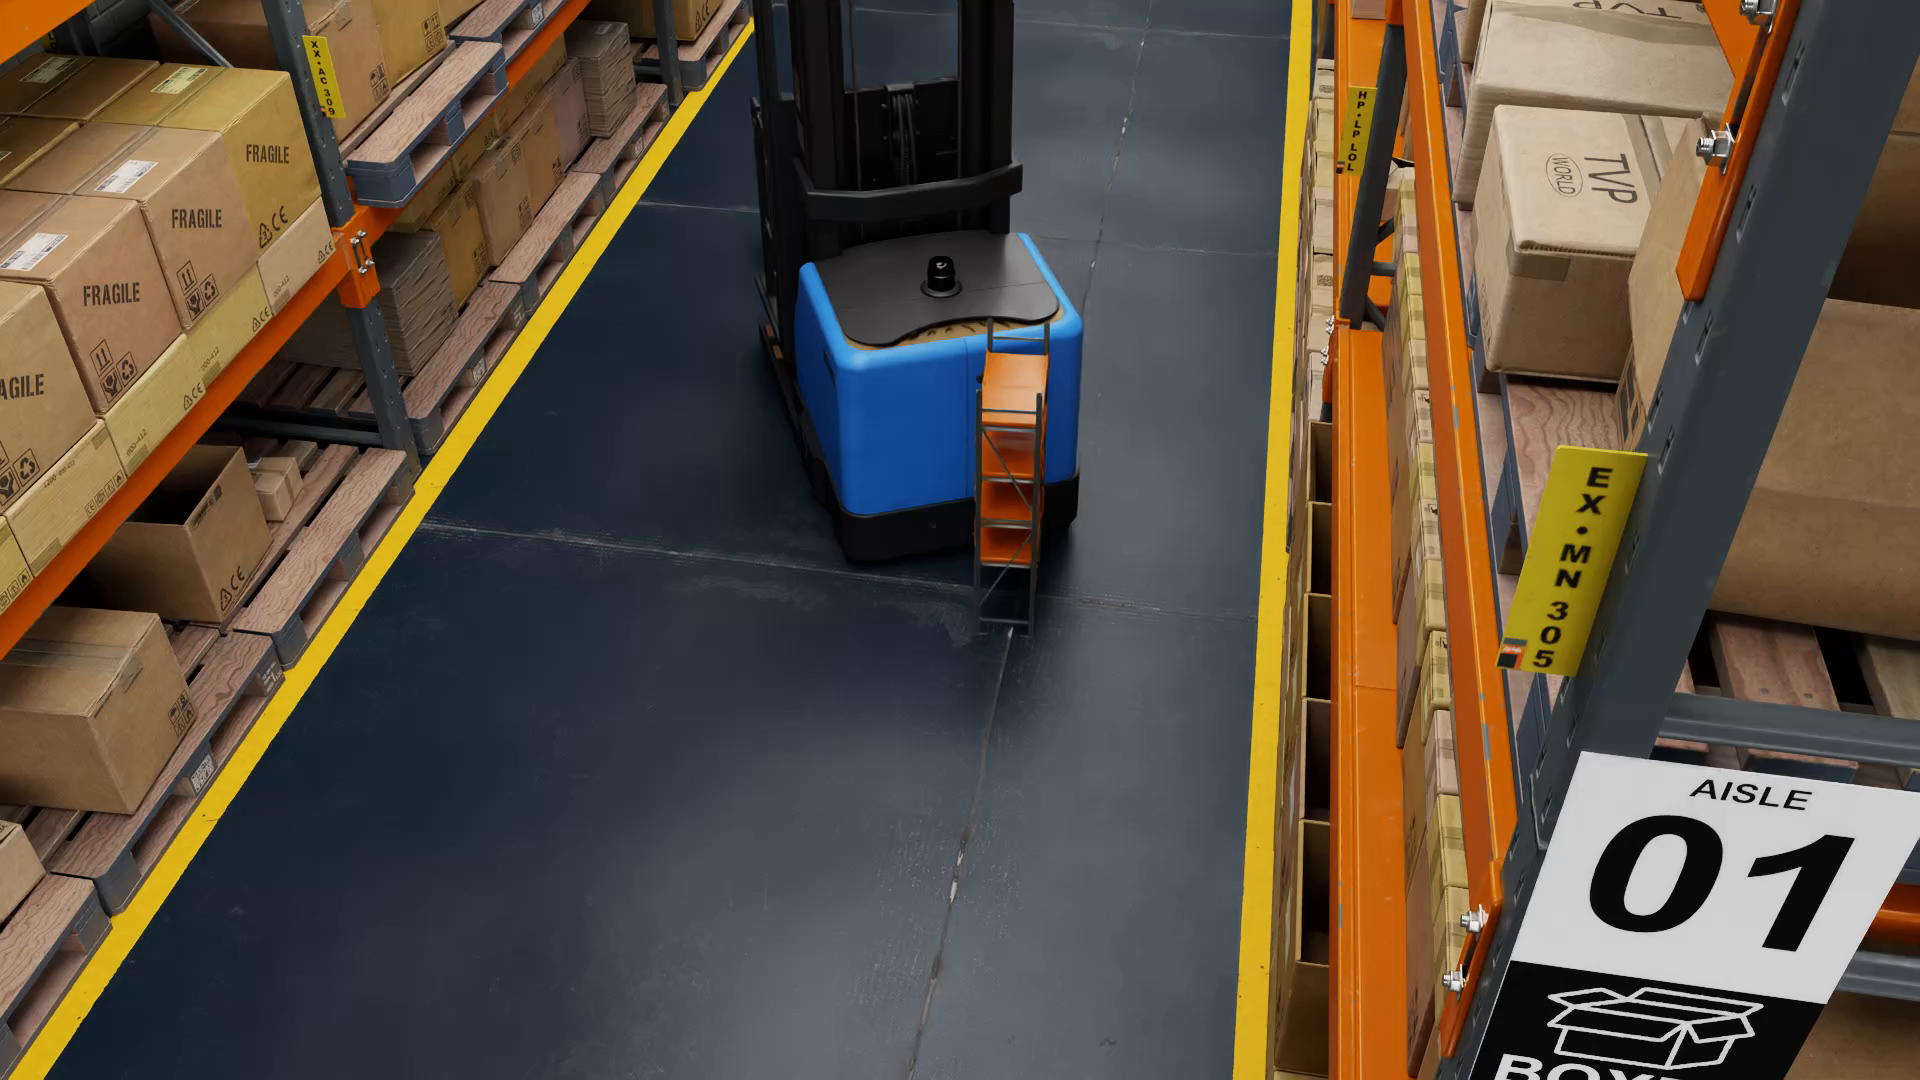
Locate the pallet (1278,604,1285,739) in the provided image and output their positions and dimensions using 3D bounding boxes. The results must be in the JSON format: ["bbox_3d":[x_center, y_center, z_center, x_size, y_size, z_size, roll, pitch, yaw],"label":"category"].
[{"bbox_3d":[1.732,0.625,6.329,1.003,0.211,1.213,6,40,8],"label":"pallet"}]

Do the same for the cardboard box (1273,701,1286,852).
[{"bbox_3d":[1.349,0.837,5.711,0.500,0.250,0.500,6,40,8],"label":"cardboard box"}]

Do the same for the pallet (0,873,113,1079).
[{"bbox_3d":[-3.472,1.543,5.218,1.003,0.211,1.213,6,40,8],"label":"pallet"}]

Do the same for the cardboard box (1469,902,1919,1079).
[{"bbox_3d":[1.322,0.703,2.950,0.700,0.500,0.500,7,40,8],"label":"cardboard box"}]

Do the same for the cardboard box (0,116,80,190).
[{"bbox_3d":[-3.349,-1.131,5.778,0.500,0.500,0.500,6,40,7],"label":"cardboard box"}]

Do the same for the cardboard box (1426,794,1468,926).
[{"bbox_3d":[1.186,0.692,3.472,0.380,0.149,0.250,6,40,7],"label":"cardboard box"}]

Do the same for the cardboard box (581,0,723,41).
[{"bbox_3d":[-2.020,-3.779,10.824,0.750,0.750,0.750,6,40,7],"label":"cardboard box"}]

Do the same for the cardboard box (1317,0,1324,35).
[{"bbox_3d":[2.624,-3.599,10.865,0.500,0.500,0.500,5,40,6],"label":"cardboard box"}]

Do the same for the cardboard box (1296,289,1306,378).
[{"bbox_3d":[1.875,-0.977,7.906,0.500,0.250,0.500,7,40,9],"label":"cardboard box"}]

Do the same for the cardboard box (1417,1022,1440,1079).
[{"bbox_3d":[1.313,1.236,3.323,0.700,0.500,0.500,6,40,8],"label":"cardboard box"}]

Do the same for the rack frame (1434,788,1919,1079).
[{"bbox_3d":[1.219,1.566,3.002,1.000,3.000,0.127,6,40,8],"label":"rack frame"}]

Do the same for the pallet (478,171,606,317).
[{"bbox_3d":[-2.626,-1.670,9.105,1.003,0.211,1.213,6,40,8],"label":"pallet"}]

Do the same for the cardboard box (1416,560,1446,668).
[{"bbox_3d":[1.320,0.204,4.062,0.380,0.149,0.250,7,40,9],"label":"cardboard box"}]

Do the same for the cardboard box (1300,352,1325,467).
[{"bbox_3d":[1.699,-0.549,6.948,0.500,0.311,0.500,6,40,8],"label":"cardboard box"}]

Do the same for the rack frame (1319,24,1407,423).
[{"bbox_3d":[1.911,-0.944,6.038,1.000,3.000,0.127,6,40,8],"label":"rack frame"}]

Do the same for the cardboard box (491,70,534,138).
[{"bbox_3d":[-2.594,-2.362,8.781,0.500,0.250,0.500,6,40,7],"label":"cardboard box"}]

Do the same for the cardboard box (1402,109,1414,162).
[{"bbox_3d":[2.151,-1.794,6.987,0.500,0.500,0.500,9,40,11],"label":"cardboard box"}]

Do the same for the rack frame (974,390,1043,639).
[{"bbox_3d":[0.178,-0.071,6.394,0.240,1.200,0.015,4,40,4],"label":"rack frame"}]

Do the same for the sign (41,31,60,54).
[{"bbox_3d":[-3.516,-1.994,6.398,0.100,0.325,0.005,6,40,8],"label":"sign"}]

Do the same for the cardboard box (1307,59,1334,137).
[{"bbox_3d":[2.224,-2.477,9.280,0.500,0.311,0.500,8,40,9],"label":"cardboard box"}]

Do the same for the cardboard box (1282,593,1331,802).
[{"bbox_3d":[1.350,0.548,5.472,0.500,0.500,0.500,6,40,8],"label":"cardboard box"}]

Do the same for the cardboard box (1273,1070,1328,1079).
[{"bbox_3d":[1.096,1.779,4.572,0.500,0.250,0.500,6,40,8],"label":"cardboard box"}]

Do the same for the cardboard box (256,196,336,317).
[{"bbox_3d":[-2.752,-1.108,6.338,0.500,0.250,0.500,6,40,8],"label":"cardboard box"}]

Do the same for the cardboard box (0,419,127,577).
[{"bbox_3d":[-3.004,-0.163,5.195,0.500,0.250,0.500,7,40,8],"label":"cardboard box"}]

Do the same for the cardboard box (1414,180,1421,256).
[{"bbox_3d":[1.841,-1.204,5.255,0.700,0.500,0.500,7,40,8],"label":"cardboard box"}]

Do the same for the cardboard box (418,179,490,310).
[{"bbox_3d":[-2.817,-1.488,8.312,0.700,0.500,0.500,6,40,7],"label":"cardboard box"}]

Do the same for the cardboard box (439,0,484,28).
[{"bbox_3d":[-2.660,-2.779,7.833,0.700,0.500,0.500,12,41,14],"label":"cardboard box"}]

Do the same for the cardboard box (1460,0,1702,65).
[{"bbox_3d":[1.502,-1.336,3.638,0.797,0.503,0.637,11,41,13],"label":"cardboard box"}]

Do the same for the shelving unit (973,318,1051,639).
[{"bbox_3d":[0.202,-0.225,6.581,0.258,1.200,0.503,4,40,4],"label":"shelving unit"}]

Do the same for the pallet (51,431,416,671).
[{"bbox_3d":[-3.050,0.012,7.070,1.003,0.211,1.213,6,40,8],"label":"pallet"}]

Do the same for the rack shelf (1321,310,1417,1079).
[{"bbox_3d":[1.565,0.588,4.749,1.077,0.370,4.000,6,40,8],"label":"rack shelf"}]

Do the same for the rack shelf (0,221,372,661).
[{"bbox_3d":[-3.314,0.044,5.407,1.077,0.370,4.000,6,40,8],"label":"rack shelf"}]

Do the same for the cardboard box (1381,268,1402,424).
[{"bbox_3d":[1.841,-0.704,5.669,0.700,0.500,0.500,5,40,7],"label":"cardboard box"}]

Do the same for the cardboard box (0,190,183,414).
[{"bbox_3d":[-2.924,-0.768,5.338,0.500,0.500,0.500,5,40,6],"label":"cardboard box"}]

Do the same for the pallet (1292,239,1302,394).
[{"bbox_3d":[2.209,-1.104,8.420,1.003,0.211,1.213,6,40,8],"label":"pallet"}]

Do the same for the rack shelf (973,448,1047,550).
[{"bbox_3d":[0.202,-0.174,6.624,0.258,0.148,0.480,4,40,4],"label":"rack shelf"}]

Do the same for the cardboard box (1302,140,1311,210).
[{"bbox_3d":[2.138,-1.945,9.077,0.500,0.250,0.500,5,40,6],"label":"cardboard box"}]

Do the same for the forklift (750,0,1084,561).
[{"bbox_3d":[-0.378,-1.987,7.353,1.130,2.935,3.031,-10,41,-12],"label":"forklift"}]

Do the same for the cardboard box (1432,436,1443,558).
[{"bbox_3d":[1.580,-0.259,4.113,0.700,0.500,0.500,6,40,8],"label":"cardboard box"}]

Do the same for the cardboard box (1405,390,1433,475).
[{"bbox_3d":[1.455,-0.277,4.643,0.380,0.149,0.250,5,40,6],"label":"cardboard box"}]

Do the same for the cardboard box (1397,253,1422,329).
[{"bbox_3d":[1.588,-0.766,5.235,0.380,0.149,0.250,5,40,7],"label":"cardboard box"}]

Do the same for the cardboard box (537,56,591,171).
[{"bbox_3d":[-2.553,-2.437,9.460,0.700,0.500,0.500,6,40,8],"label":"cardboard box"}]

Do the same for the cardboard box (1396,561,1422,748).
[{"bbox_3d":[1.578,0.264,4.498,0.700,0.500,0.500,8,40,9],"label":"cardboard box"}]

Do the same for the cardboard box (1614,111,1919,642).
[{"bbox_3d":[1.323,-0.206,2.271,0.797,0.503,0.637,9,40,11],"label":"cardboard box"}]

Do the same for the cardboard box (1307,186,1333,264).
[{"bbox_3d":[1.962,-1.504,8.103,0.500,0.311,0.500,6,40,7],"label":"cardboard box"}]

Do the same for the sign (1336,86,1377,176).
[{"bbox_3d":[1.375,-1.414,5.760,0.100,0.325,0.005,6,40,8],"label":"sign"}]

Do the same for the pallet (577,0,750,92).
[{"bbox_3d":[-2.065,-3.410,11.209,1.003,0.211,1.213,6,40,8],"label":"pallet"}]

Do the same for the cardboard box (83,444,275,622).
[{"bbox_3d":[-3.108,-0.039,6.559,0.500,0.500,0.500,4,40,4],"label":"cardboard box"}]
